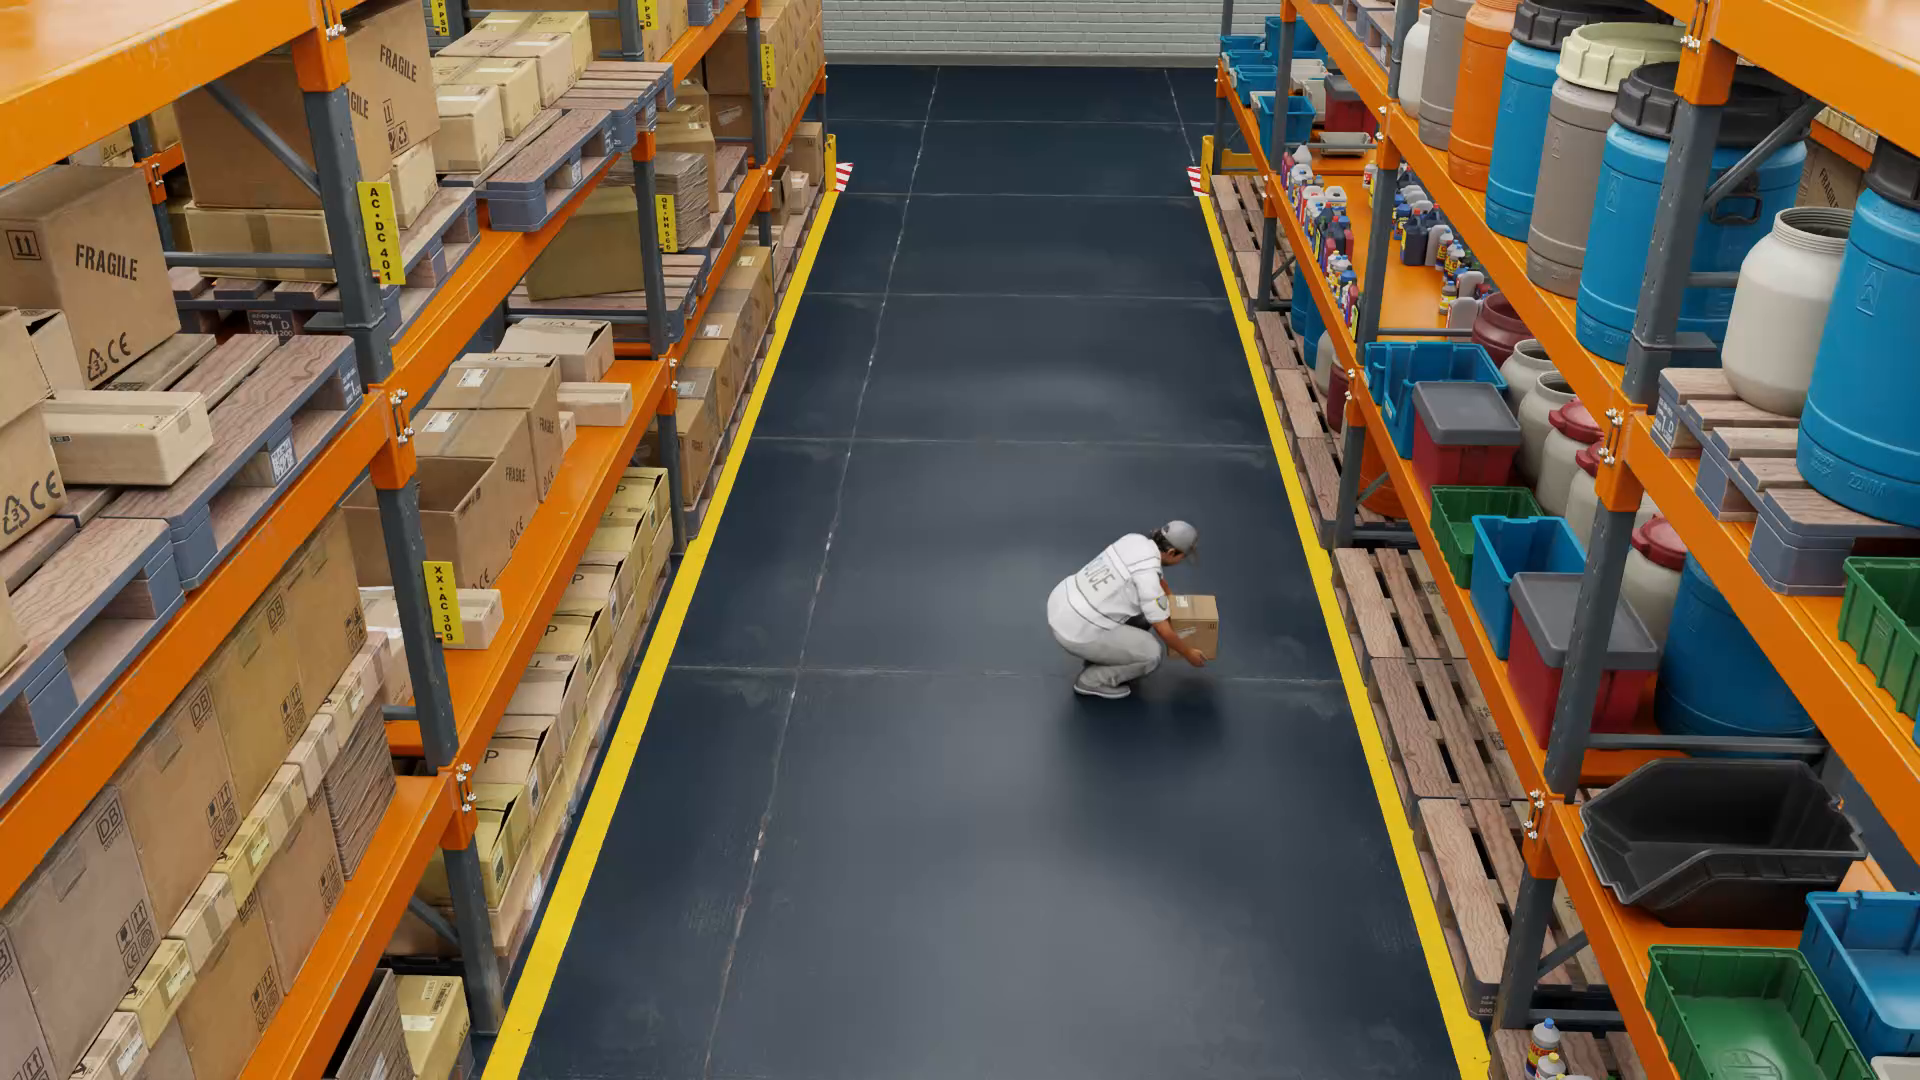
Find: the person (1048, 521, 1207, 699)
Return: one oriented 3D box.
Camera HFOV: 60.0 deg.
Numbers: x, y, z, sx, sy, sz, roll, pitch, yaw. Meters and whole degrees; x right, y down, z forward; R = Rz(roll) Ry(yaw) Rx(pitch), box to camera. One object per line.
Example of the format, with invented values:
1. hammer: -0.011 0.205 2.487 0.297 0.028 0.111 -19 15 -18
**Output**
1. person: 0.886 0.344 8.764 0.844 0.940 0.515 1 28 2
